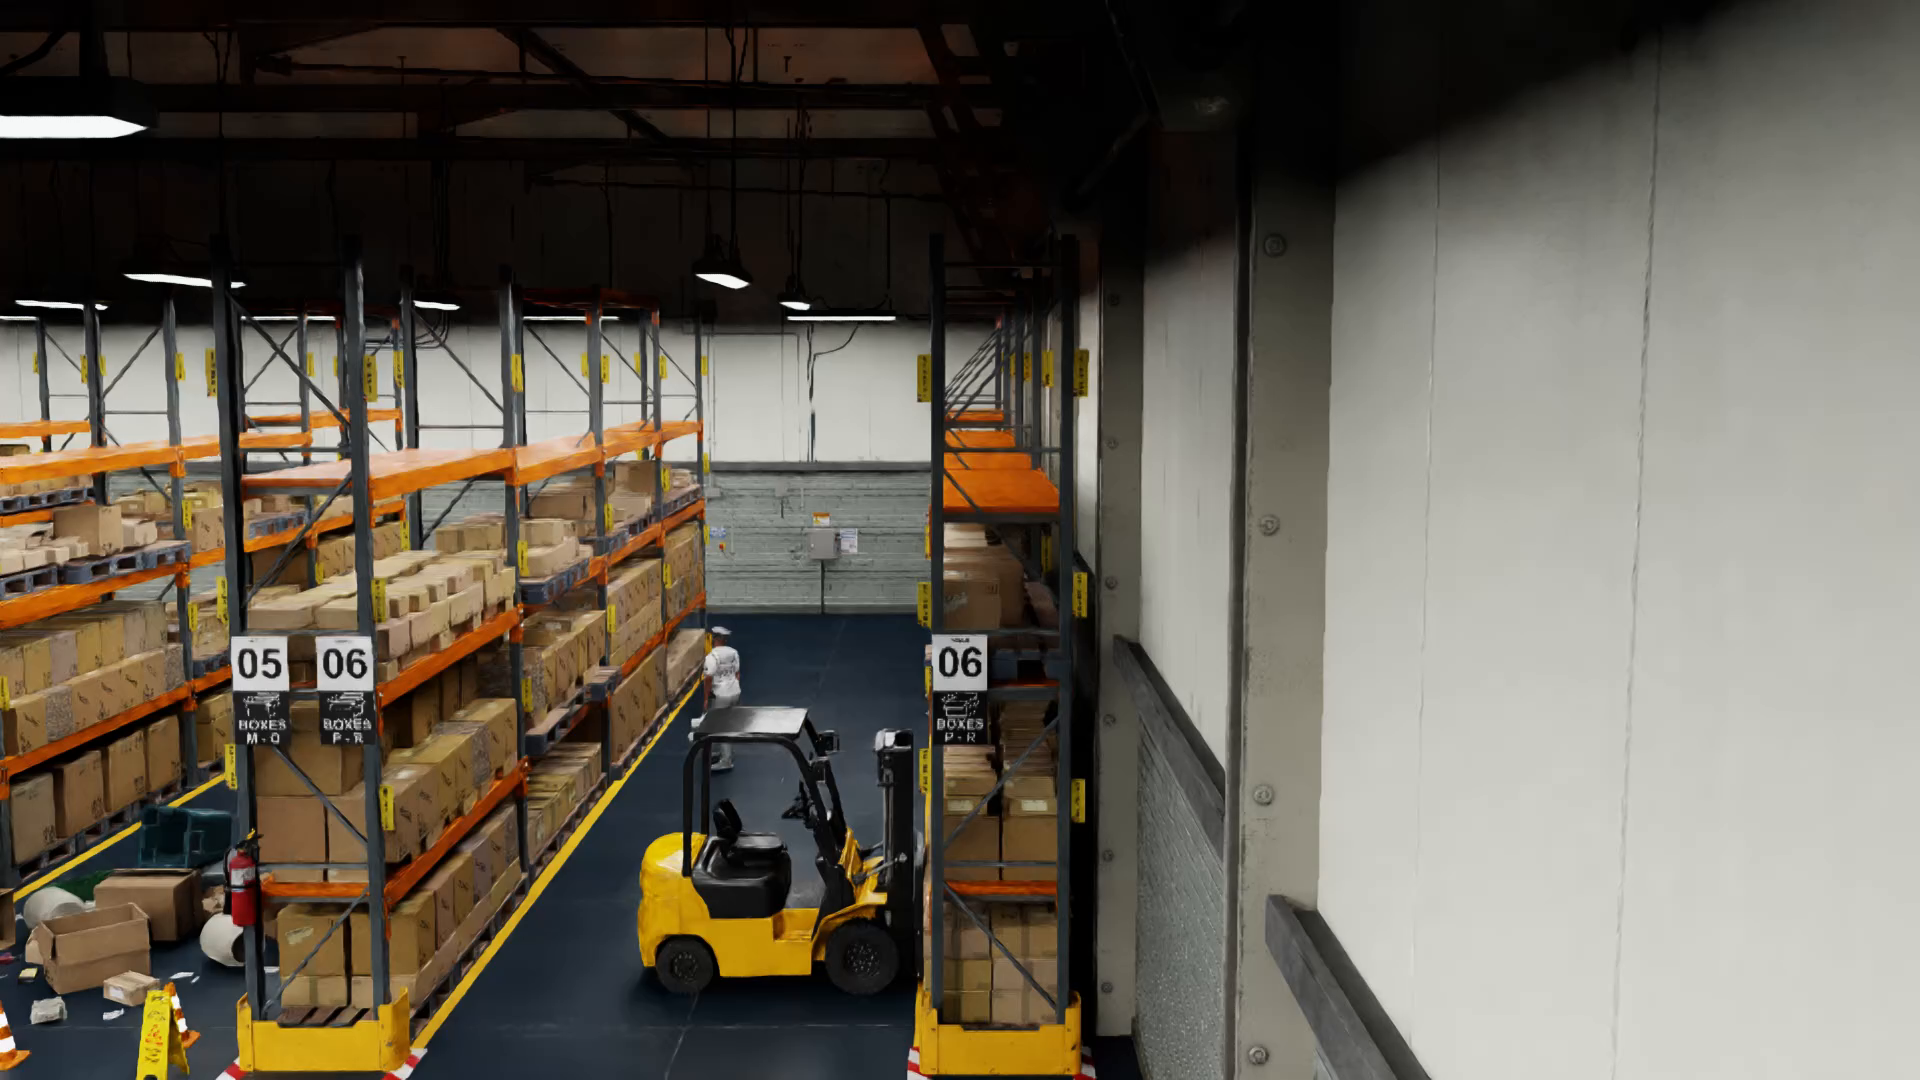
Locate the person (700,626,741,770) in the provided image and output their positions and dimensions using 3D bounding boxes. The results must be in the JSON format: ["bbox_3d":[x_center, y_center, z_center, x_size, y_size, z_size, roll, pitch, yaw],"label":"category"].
[{"bbox_3d":[-3.031,1.969,20.977,0.586,1.748,0.654,4,7,31],"label":"person"}]
